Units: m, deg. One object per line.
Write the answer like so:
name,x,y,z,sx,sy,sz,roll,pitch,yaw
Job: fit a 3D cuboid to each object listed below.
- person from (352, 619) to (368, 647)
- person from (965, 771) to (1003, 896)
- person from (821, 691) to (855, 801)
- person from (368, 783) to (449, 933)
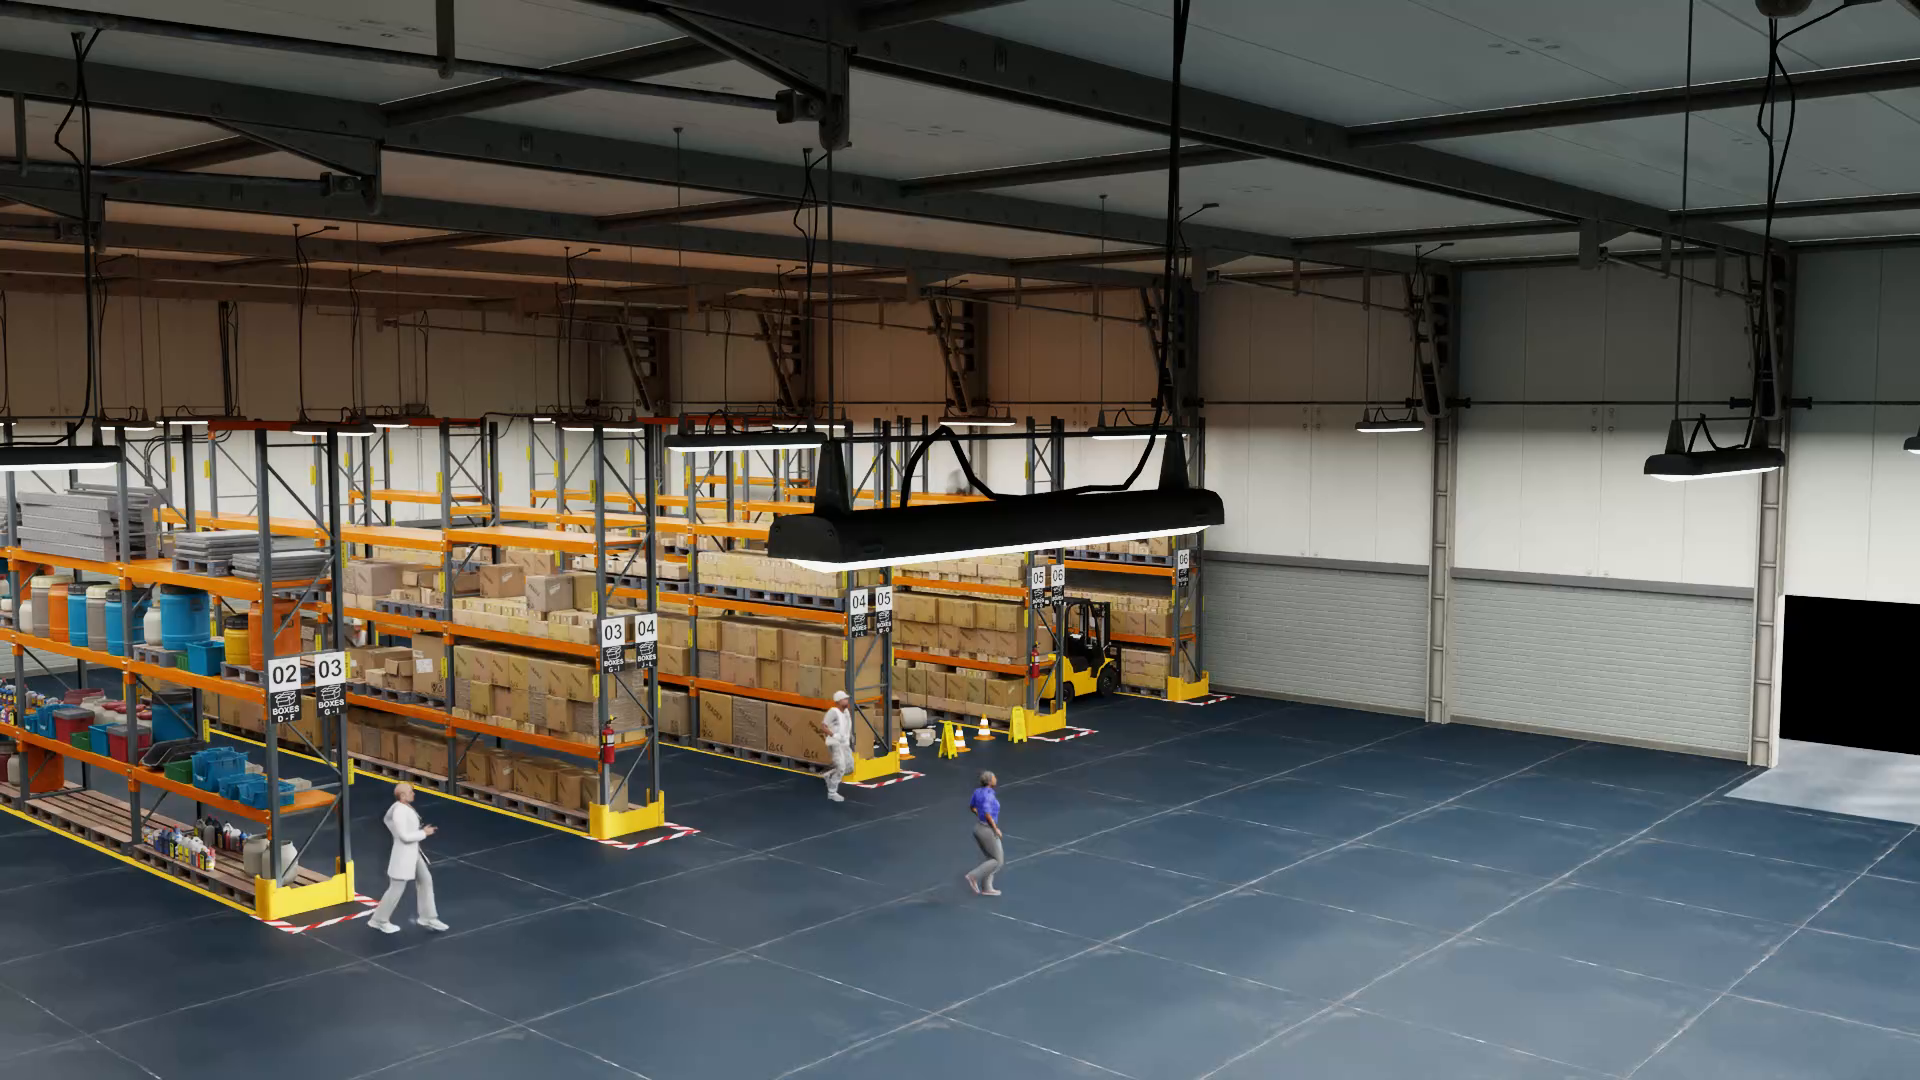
person,-12.994,2.530,35.657,0.637,1.742,0.945,-4,6,-36
person,0.281,3.762,21.290,0.557,1.632,0.597,-2,5,-23
person,-1.968,3.272,26.686,0.579,1.702,0.692,3,5,29
person,-6.566,3.881,19.736,0.899,1.609,0.701,-1,5,-8
